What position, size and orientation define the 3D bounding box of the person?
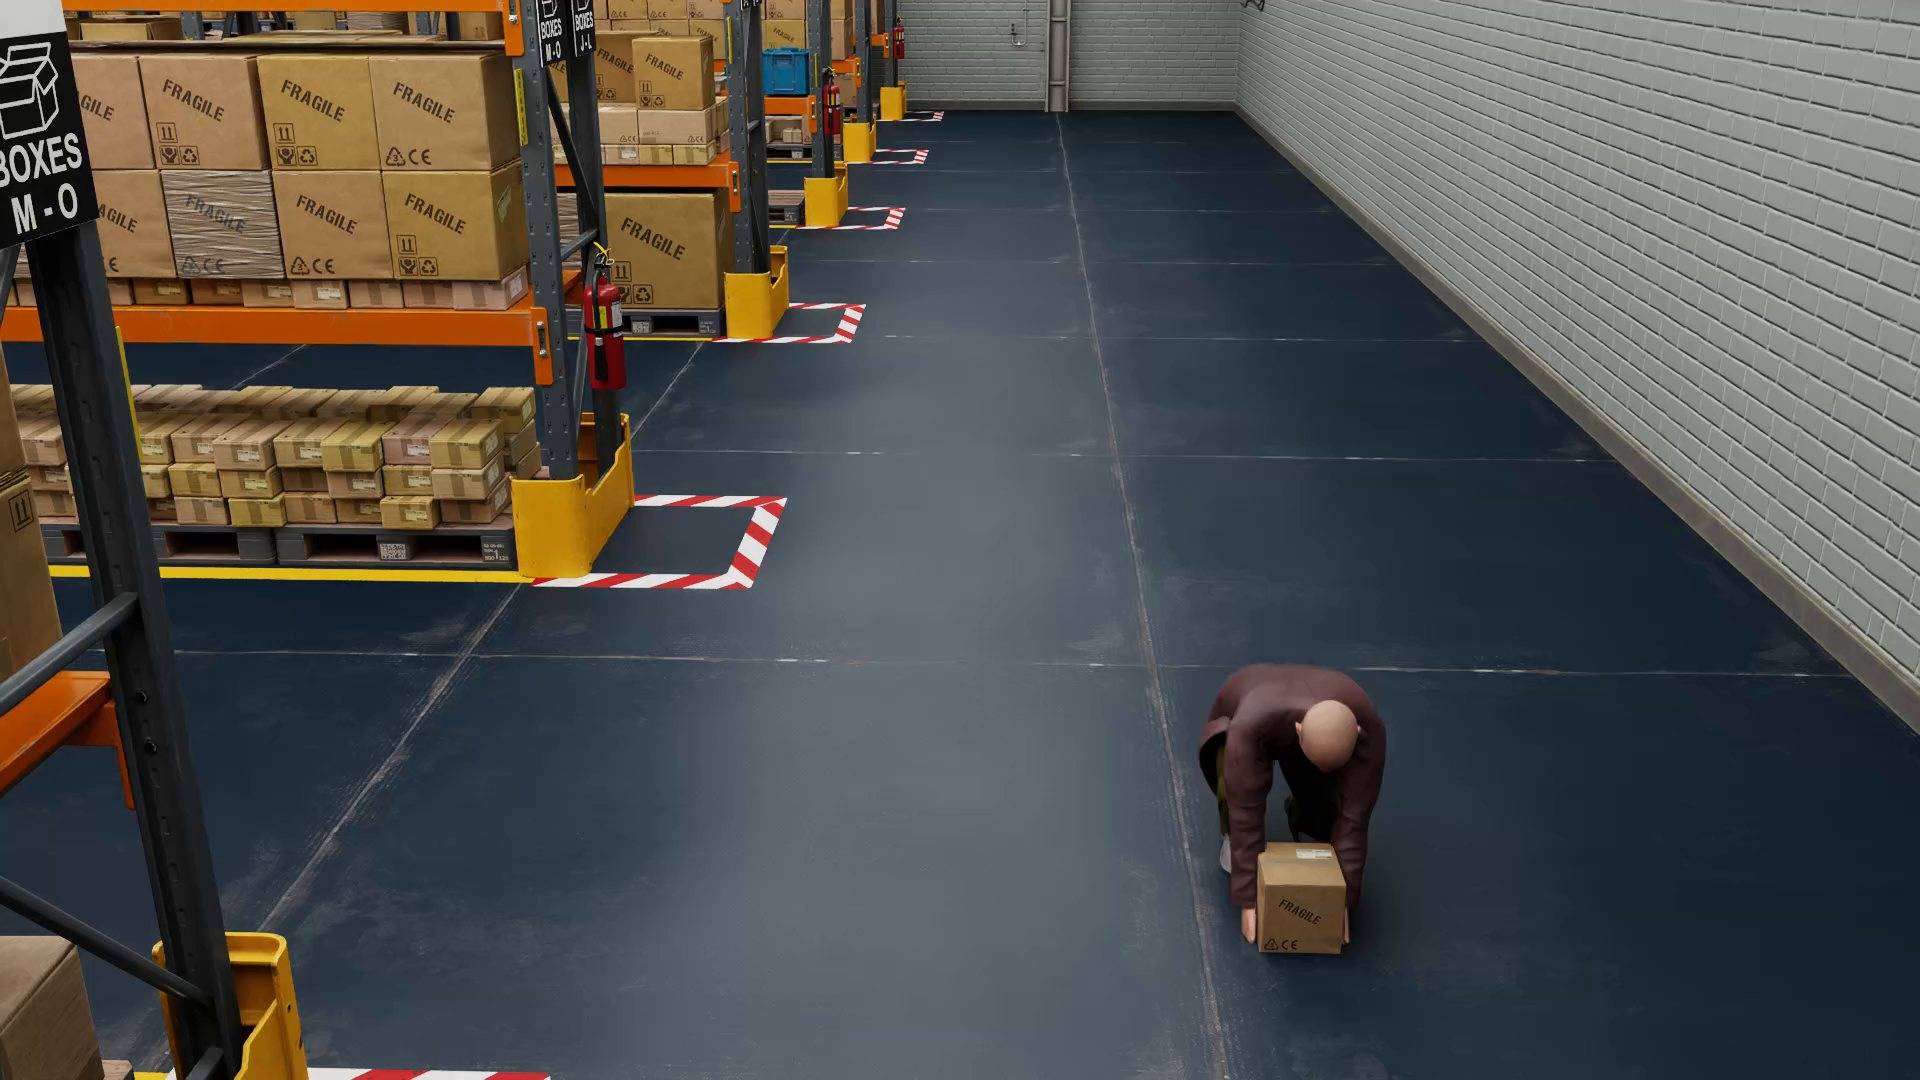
[{"bbox_3d":[1.078,0.794,5.500,0.581,0.870,0.911,1,20,1],"label":"person"}]
